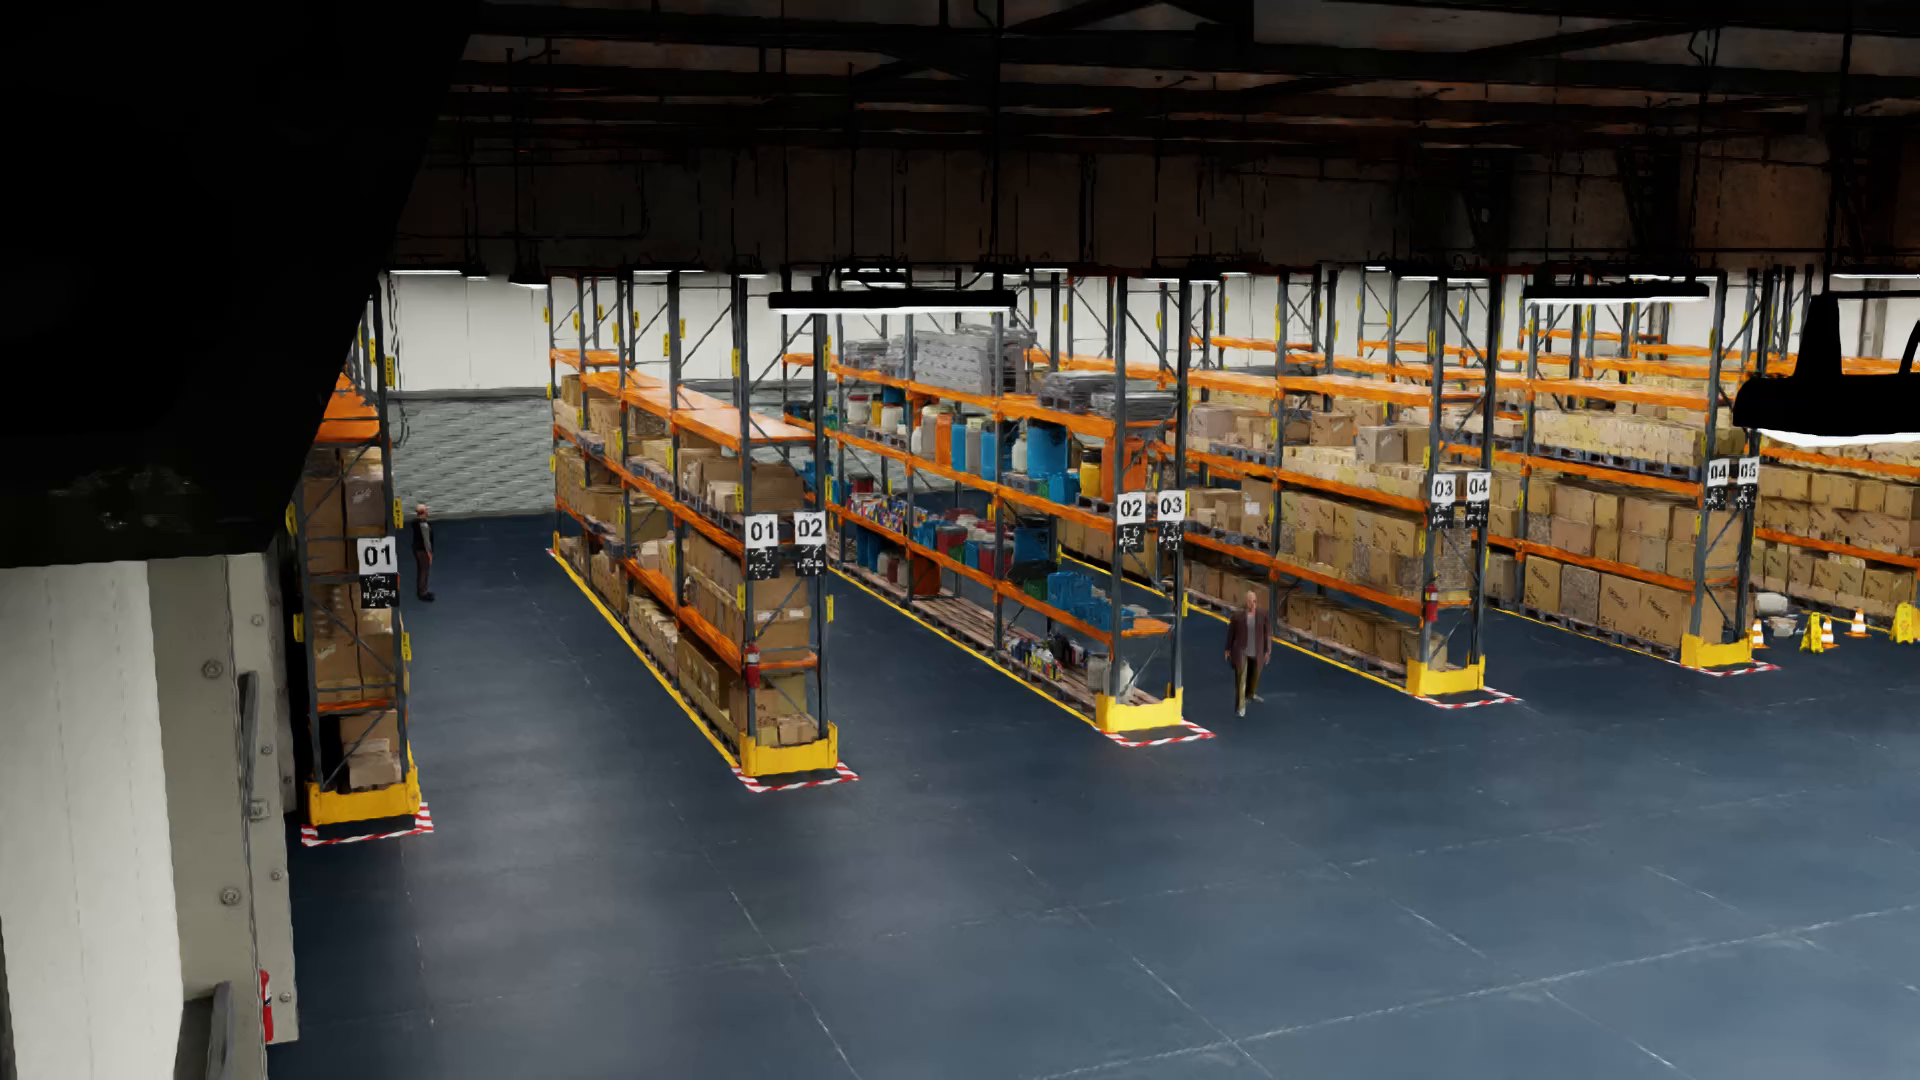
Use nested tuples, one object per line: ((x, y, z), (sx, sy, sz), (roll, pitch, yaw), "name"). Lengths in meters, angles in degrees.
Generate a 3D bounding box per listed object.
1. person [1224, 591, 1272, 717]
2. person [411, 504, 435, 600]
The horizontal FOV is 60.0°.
((3.984, 1.528, 22.943), (0.634, 1.722, 1.045), (0, 10, -2), "person")
((-9.803, 0.206, 30.413), (0.376, 1.732, 0.593), (-7, 12, -35), "person")
